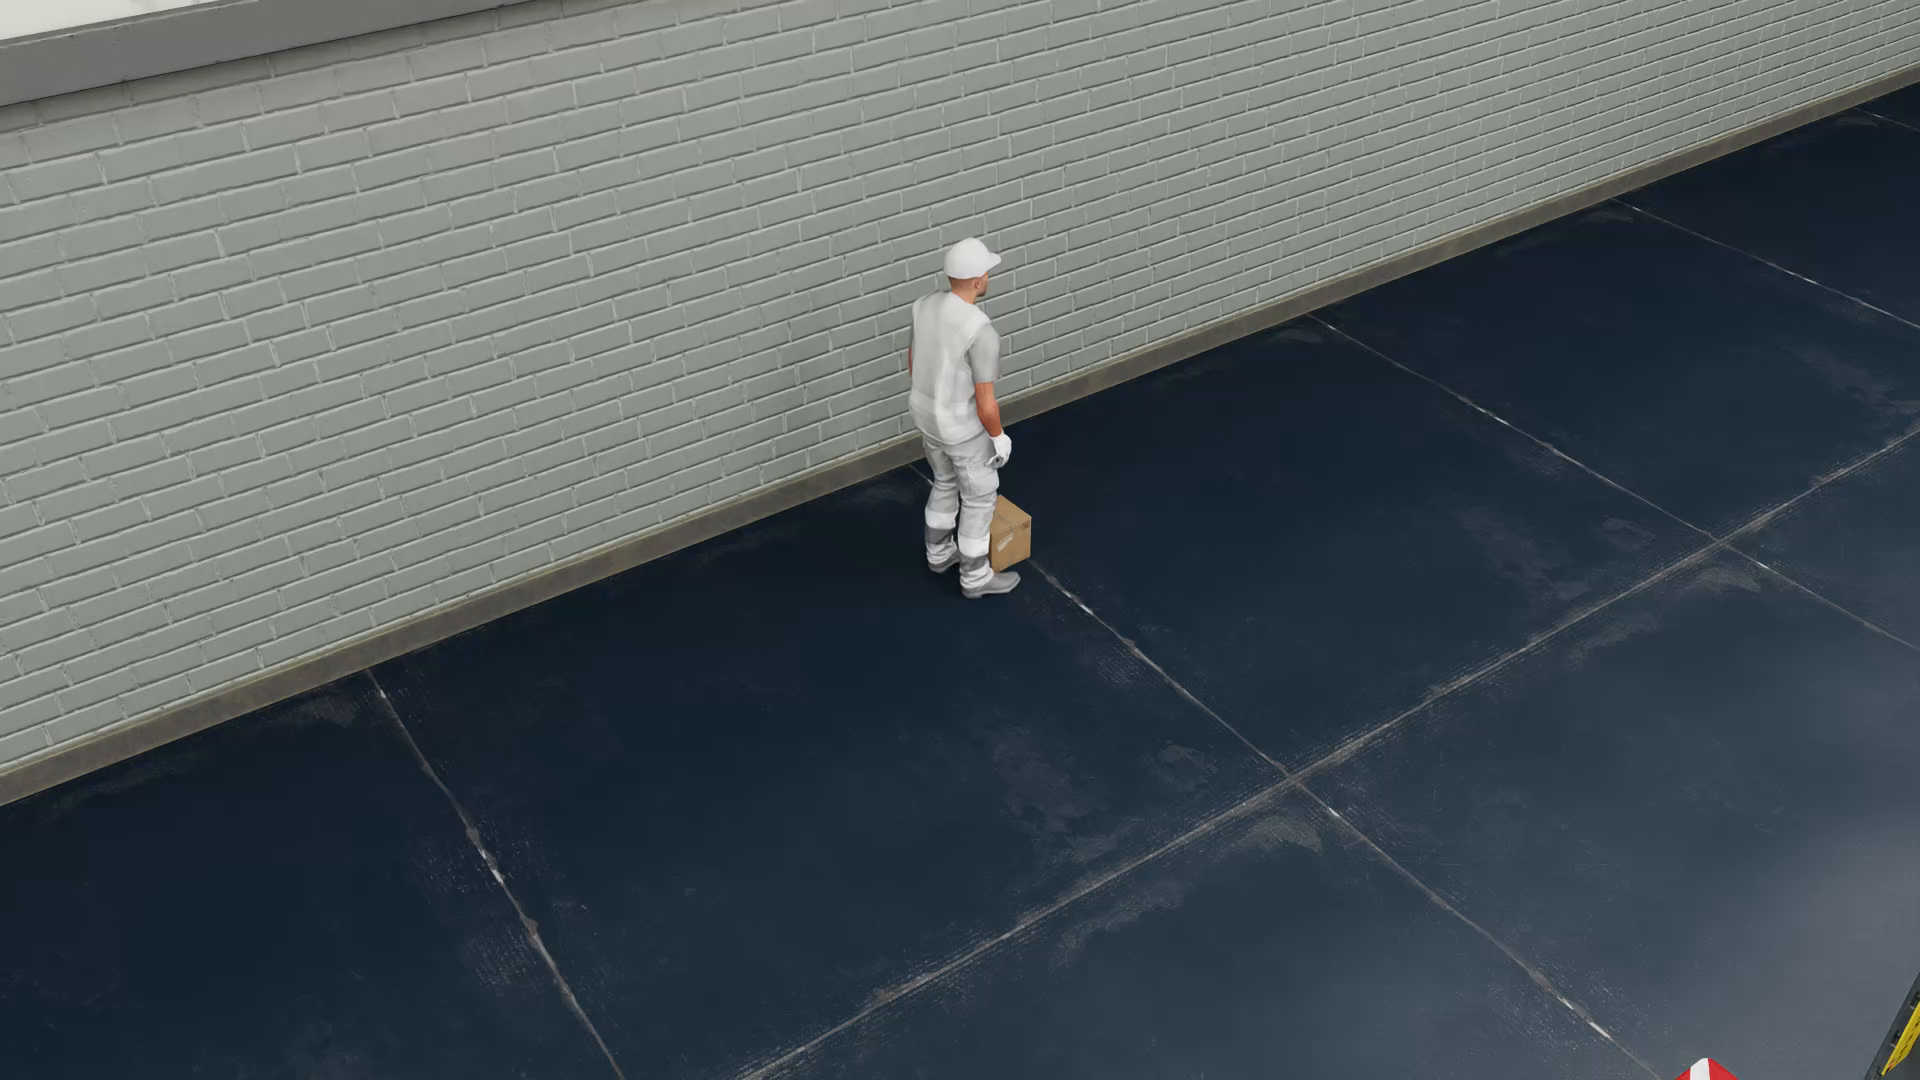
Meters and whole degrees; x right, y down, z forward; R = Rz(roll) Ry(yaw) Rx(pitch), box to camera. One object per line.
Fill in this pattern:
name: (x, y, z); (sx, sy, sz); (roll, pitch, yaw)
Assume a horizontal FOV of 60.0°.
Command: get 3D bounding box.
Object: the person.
person: (0.006, -0.559, 7.760); (0.453, 1.778, 0.615); (-25, 43, -30)
